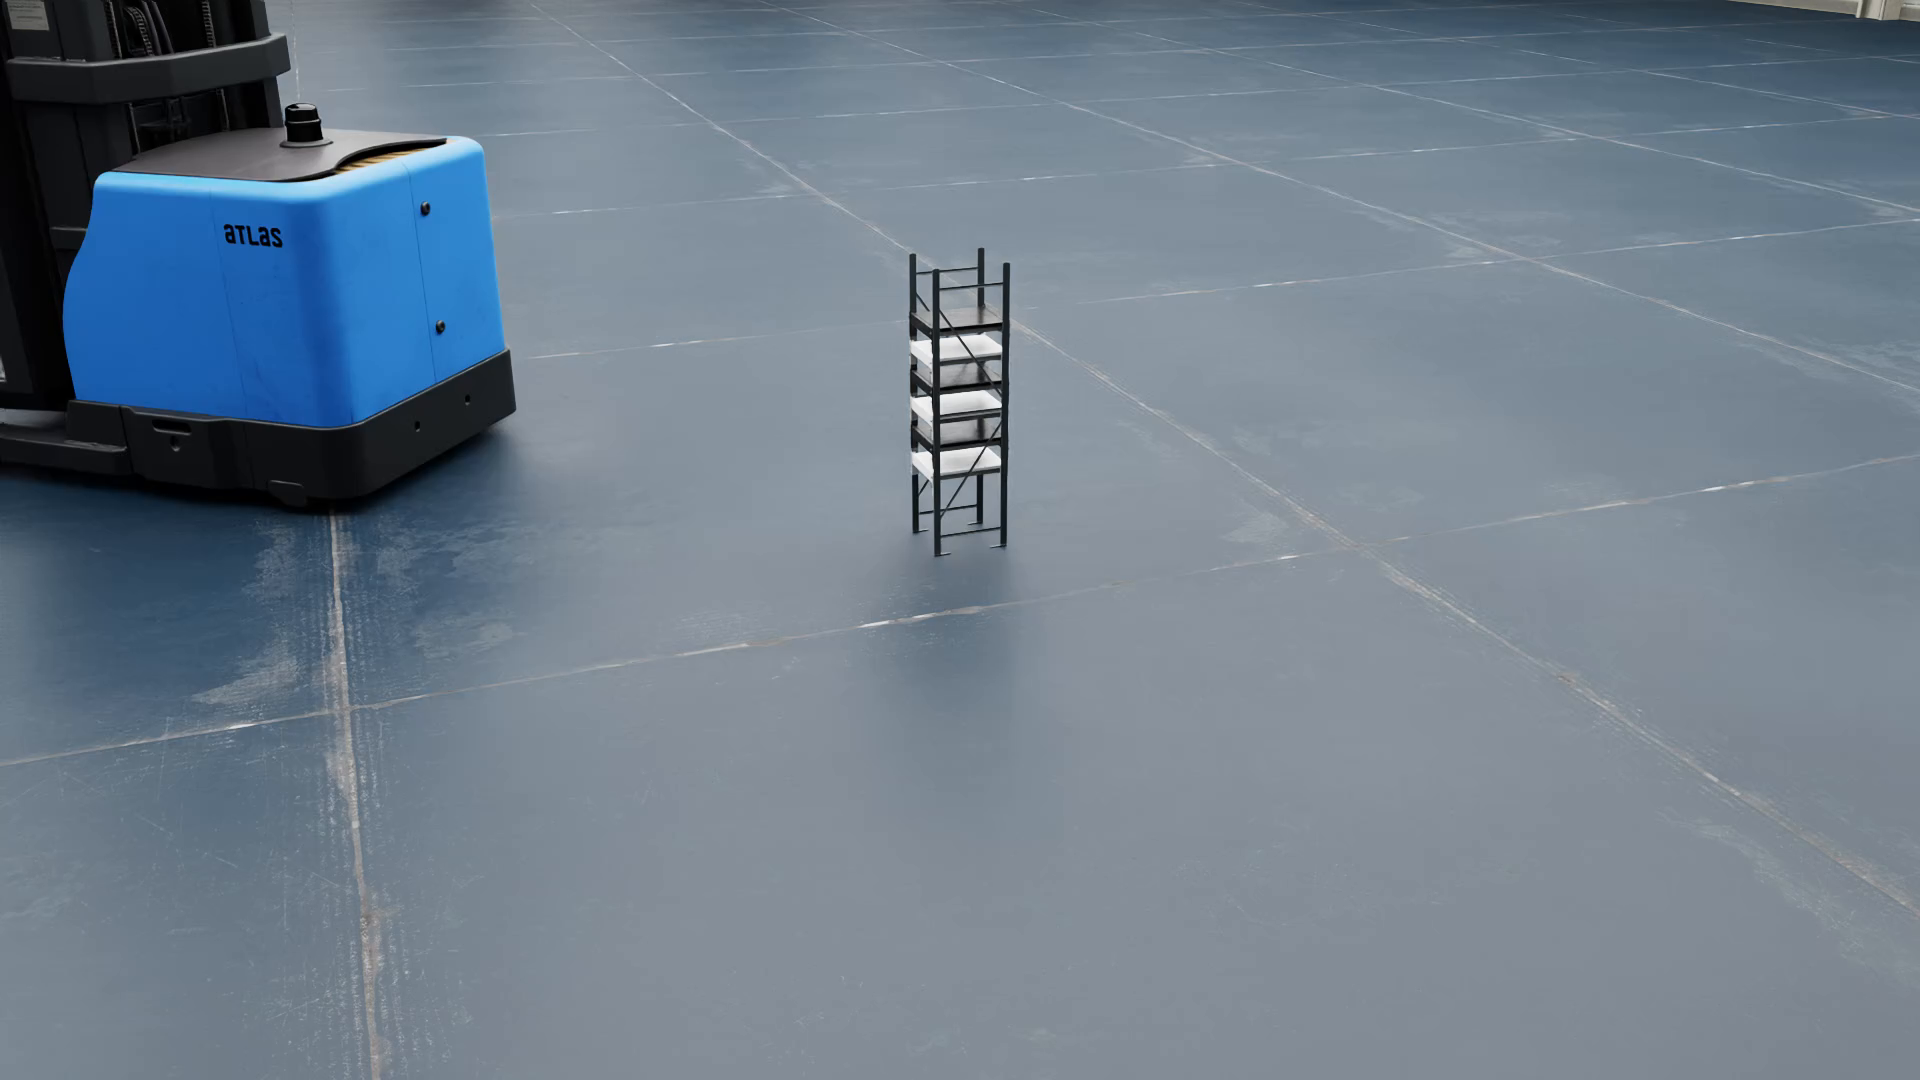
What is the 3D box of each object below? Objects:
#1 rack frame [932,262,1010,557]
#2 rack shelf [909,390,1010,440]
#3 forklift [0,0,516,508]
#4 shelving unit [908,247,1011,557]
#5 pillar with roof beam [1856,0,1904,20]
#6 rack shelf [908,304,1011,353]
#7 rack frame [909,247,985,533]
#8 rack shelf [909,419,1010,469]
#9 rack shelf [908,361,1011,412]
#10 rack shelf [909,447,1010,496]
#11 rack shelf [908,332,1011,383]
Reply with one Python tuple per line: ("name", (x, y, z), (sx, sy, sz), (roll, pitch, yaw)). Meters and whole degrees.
("rack frame", (0.033, -0.381, 4.995), (0.240, 0.900, 0.006), (-8, 24, -19))
("rack shelf", (-0.003, -0.387, 5.095), (0.258, 0.077, 0.200), (-8, 24, -19))
("forklift", (-3.233, -1.776, 5.690), (3.031, 2.935, 1.130), (7, 24, 16))
("shelving unit", (-0.003, -0.418, 5.082), (0.258, 0.900, 0.210), (-8, 24, -19))
("pillar with roof beam", (7.308, -9.999, 17.388), (9.100, 9.000, 0.400), (-8, 24, -19))
("rack shelf", (-0.003, -0.636, 4.990), (0.258, 0.077, 0.200), (-8, 24, -19))
("rack frame", (-0.039, -0.455, 5.170), (0.240, 0.900, 0.006), (-8, 24, -19))
("rack shelf", (-0.003, -0.304, 5.130), (0.258, 0.077, 0.200), (-8, 24, -19))
("rack shelf", (-0.003, -0.470, 5.060), (0.258, 0.077, 0.200), (-8, 24, -19))
("rack shelf", (-0.003, -0.221, 5.165), (0.258, 0.077, 0.200), (-8, 24, -19))
("rack shelf", (-0.003, -0.553, 5.025), (0.258, 0.077, 0.200), (-8, 24, -19))
